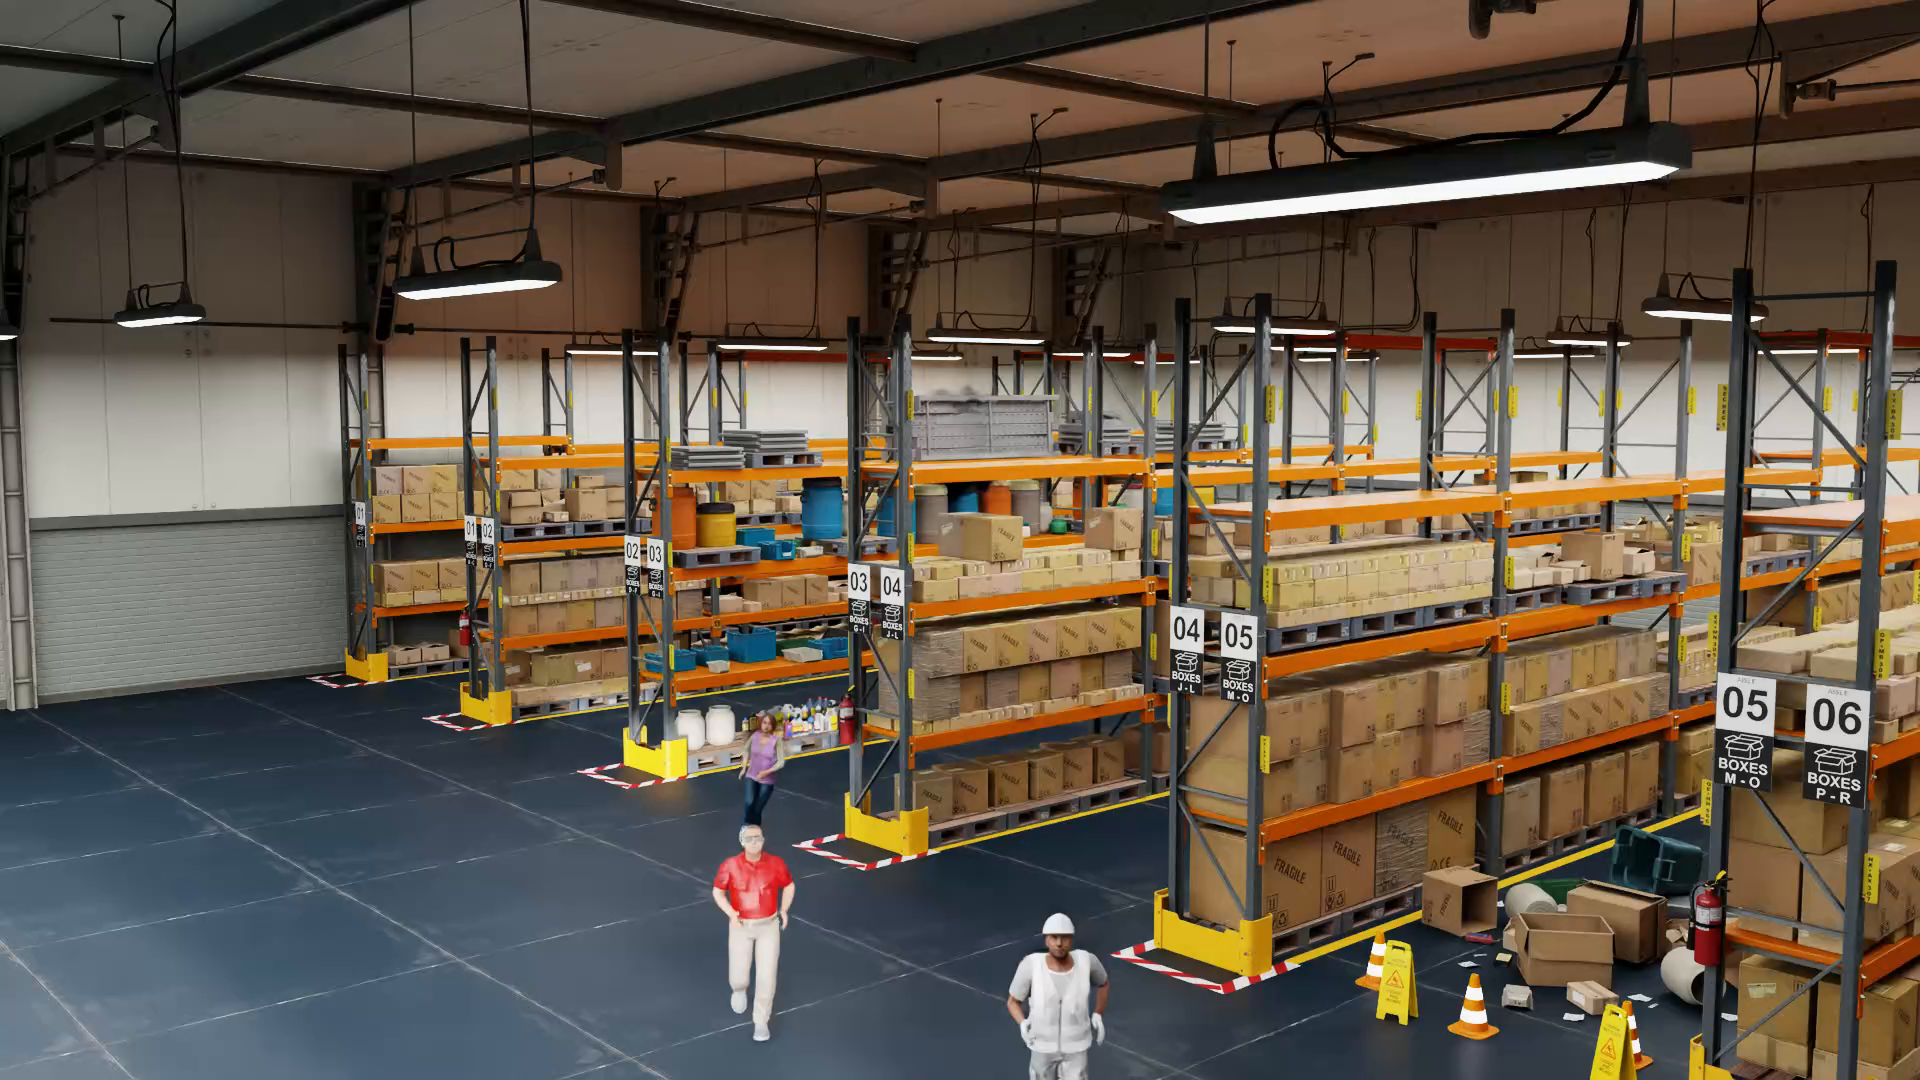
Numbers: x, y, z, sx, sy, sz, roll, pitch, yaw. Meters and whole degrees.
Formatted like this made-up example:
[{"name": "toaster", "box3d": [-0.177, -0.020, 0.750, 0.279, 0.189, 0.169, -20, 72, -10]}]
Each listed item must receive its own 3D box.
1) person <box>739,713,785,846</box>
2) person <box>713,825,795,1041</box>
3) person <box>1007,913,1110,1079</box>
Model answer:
[{"name": "person", "box3d": [-2.243, 2.716, 18.722, 0.545, 1.530, 0.551, 1, 5, 6]}, {"name": "person", "box3d": [-1.655, 3.125, 13.437, 0.666, 1.675, 0.672, -1, 5, -10]}, {"name": "person", "box3d": [0.650, 3.315, 10.900, 0.682, 1.782, 0.916, 0, 5, 1]}]
